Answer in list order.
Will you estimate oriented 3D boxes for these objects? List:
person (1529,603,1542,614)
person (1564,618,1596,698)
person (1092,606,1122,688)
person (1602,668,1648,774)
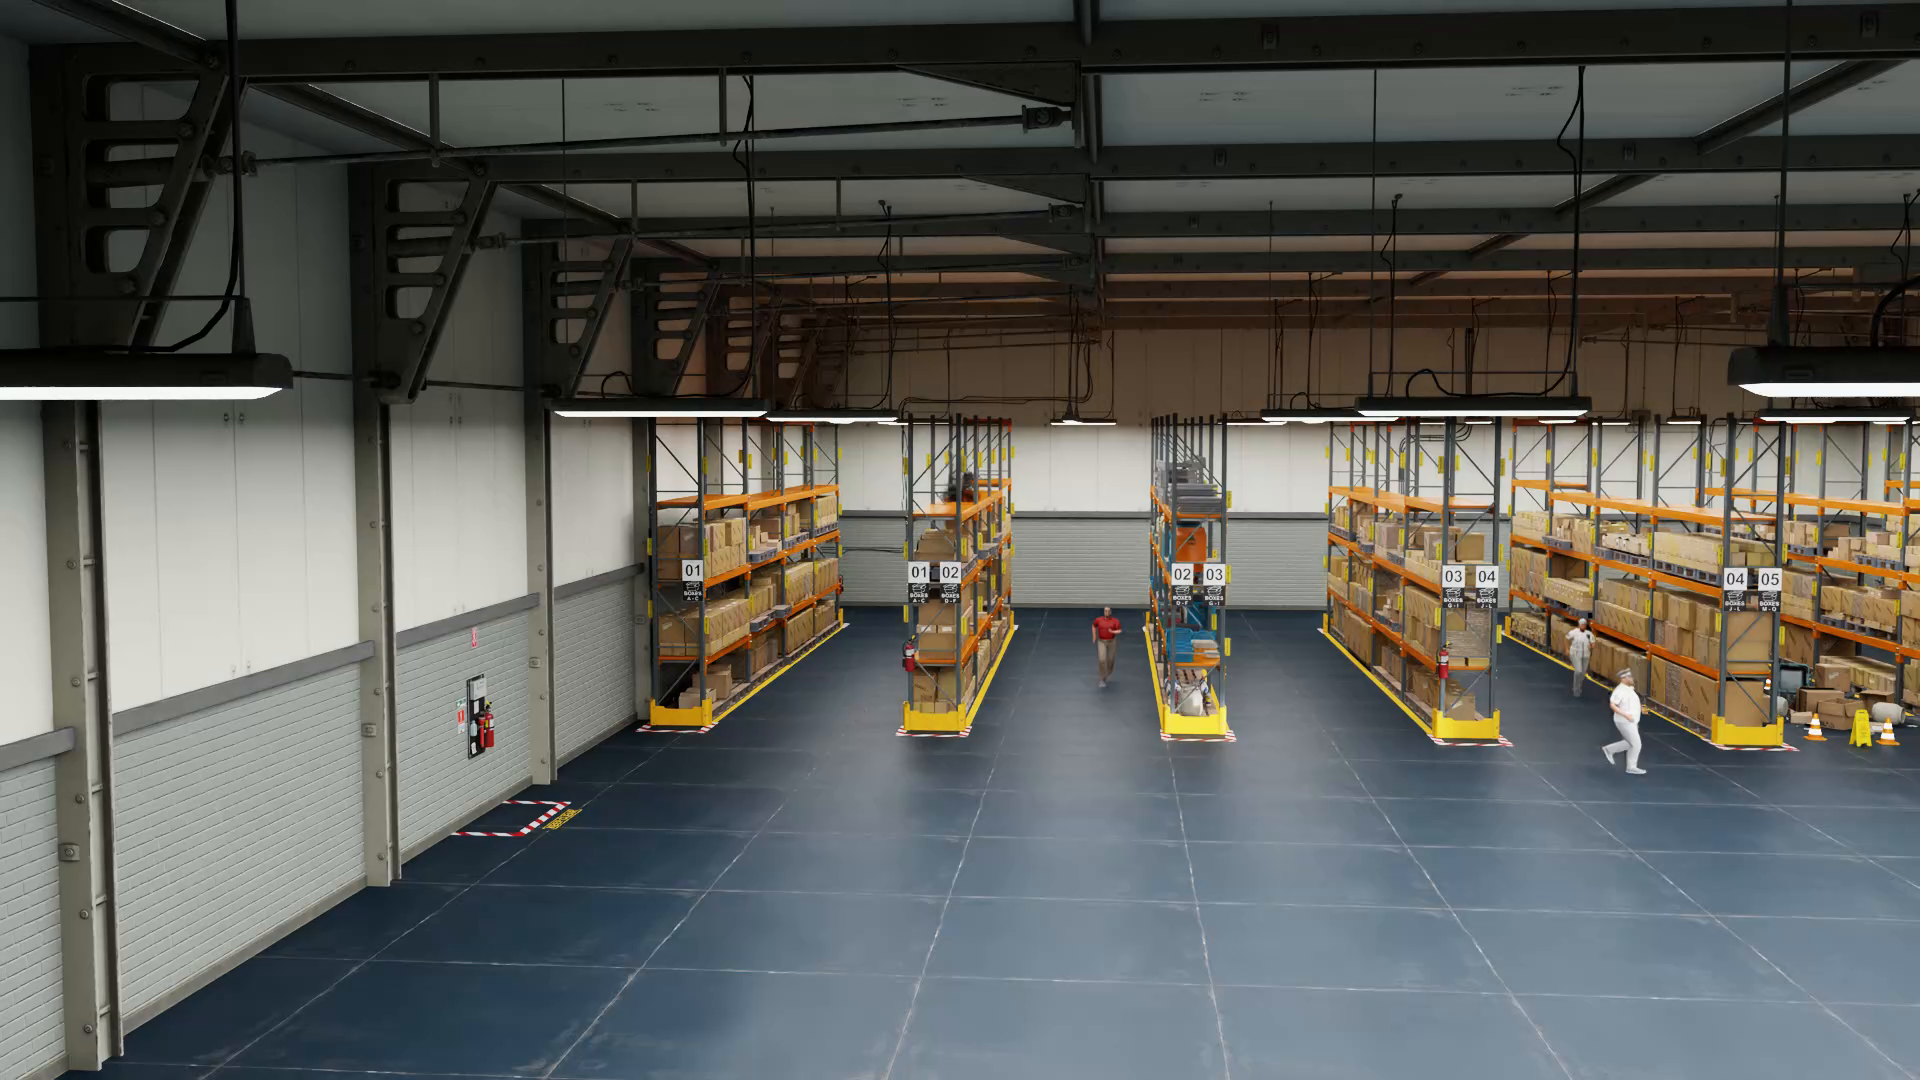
[{"bbox_3d":[16.502,1.698,47.386,0.994,1.658,0.573,1,4,11],"label":"person"},{"bbox_3d":[13.236,2.517,35.462,0.570,1.705,0.793,0,4,0],"label":"person"},{"bbox_3d":[3.271,2.367,37.024,0.640,1.788,0.819,0,4,1],"label":"person"},{"bbox_3d":[11.064,2.990,27.631,0.717,1.739,0.670,3,5,40],"label":"person"}]
